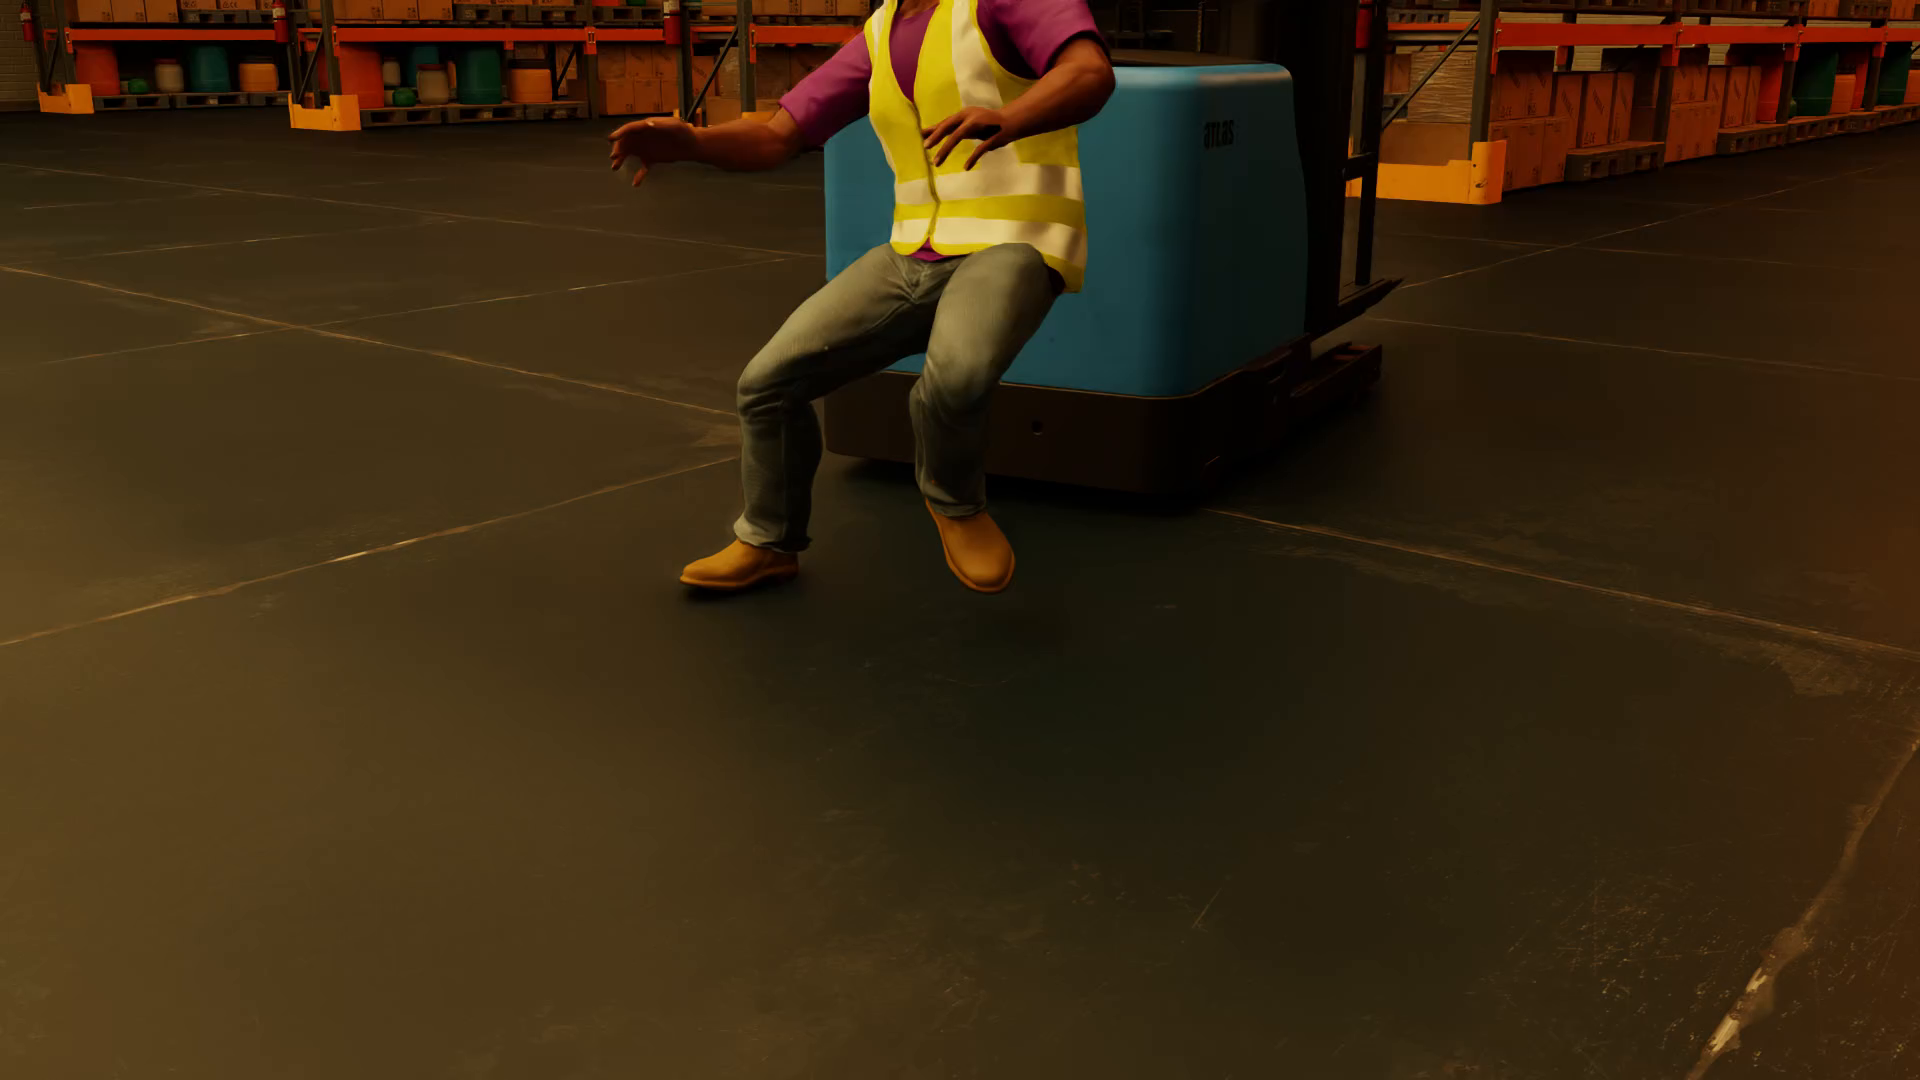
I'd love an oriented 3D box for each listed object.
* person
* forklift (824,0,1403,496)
[{"bbox_3d":[-0.165,-0.569,3.179,0.816,1.540,0.901,-15,23,-41],"label":"person"},{"bbox_3d":[0.761,-1.893,5.133,1.130,2.935,3.031,9,19,26],"label":"forklift"}]
